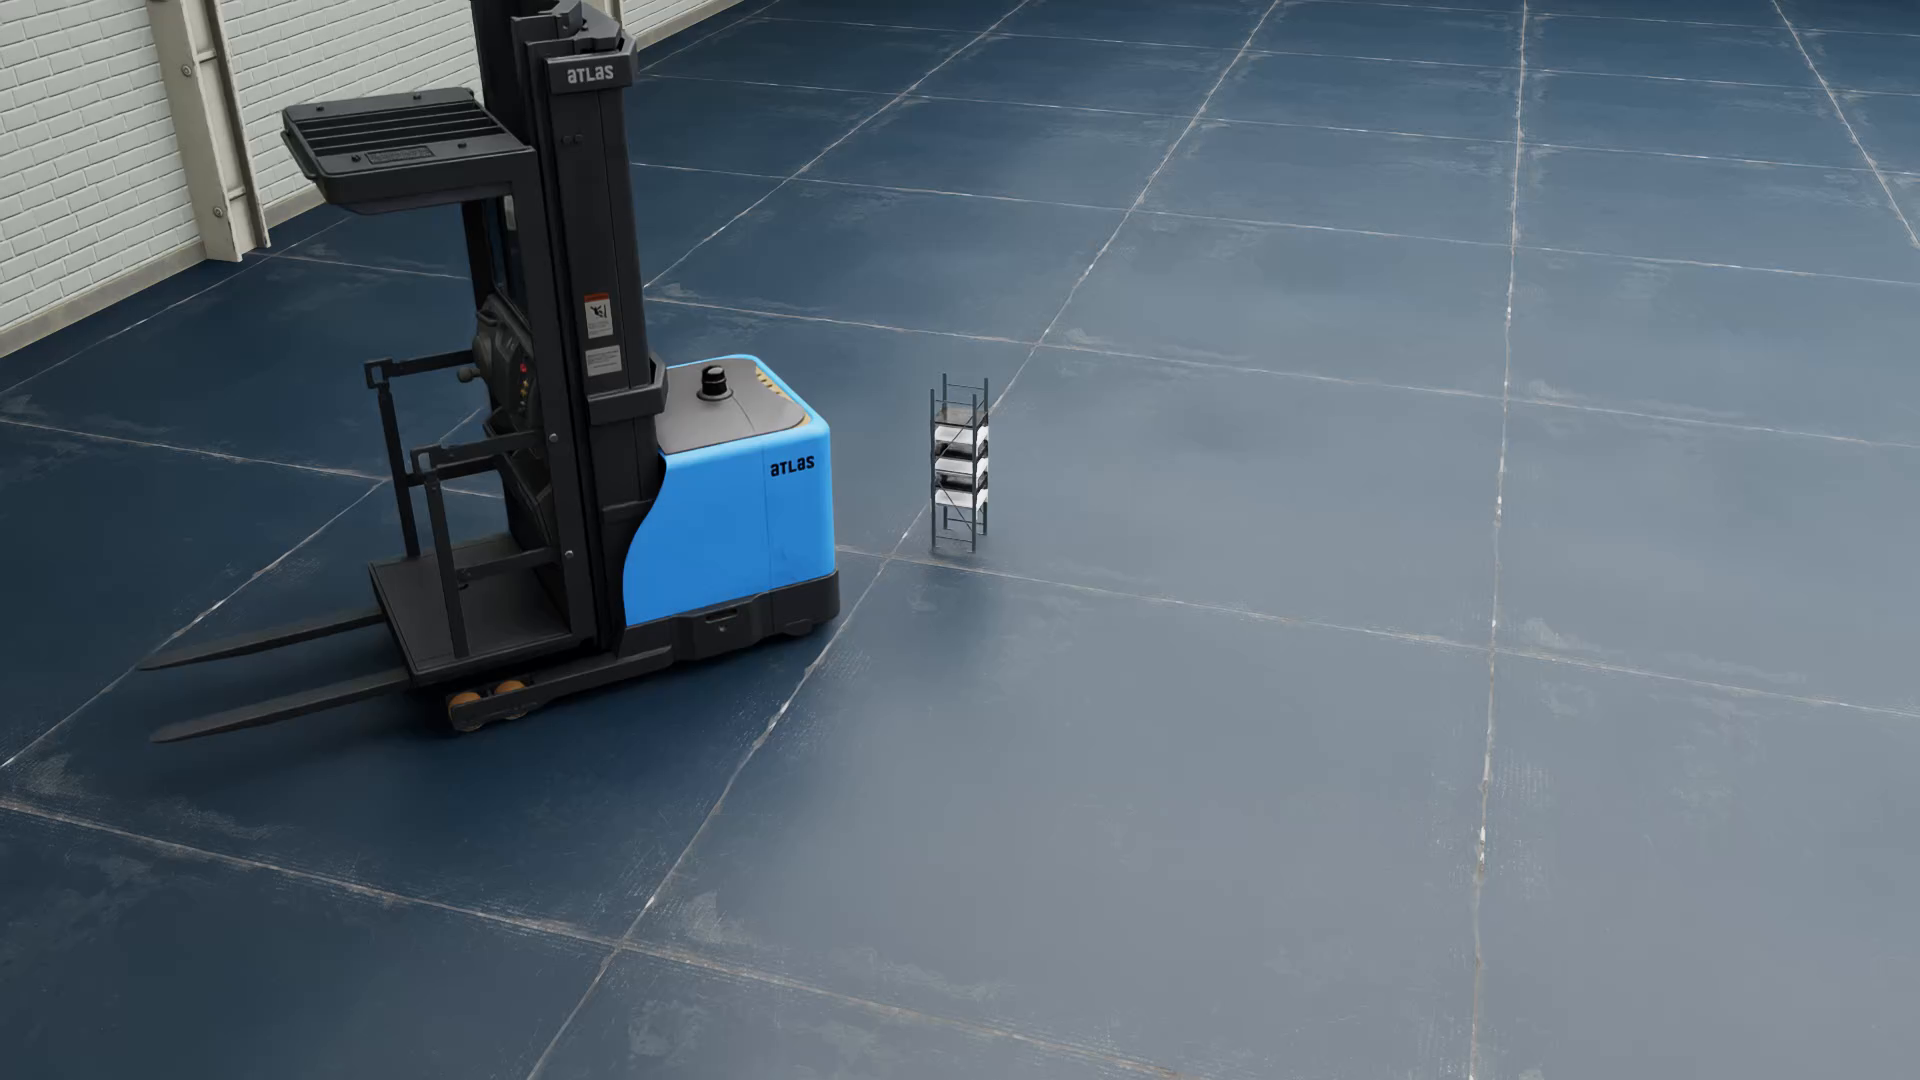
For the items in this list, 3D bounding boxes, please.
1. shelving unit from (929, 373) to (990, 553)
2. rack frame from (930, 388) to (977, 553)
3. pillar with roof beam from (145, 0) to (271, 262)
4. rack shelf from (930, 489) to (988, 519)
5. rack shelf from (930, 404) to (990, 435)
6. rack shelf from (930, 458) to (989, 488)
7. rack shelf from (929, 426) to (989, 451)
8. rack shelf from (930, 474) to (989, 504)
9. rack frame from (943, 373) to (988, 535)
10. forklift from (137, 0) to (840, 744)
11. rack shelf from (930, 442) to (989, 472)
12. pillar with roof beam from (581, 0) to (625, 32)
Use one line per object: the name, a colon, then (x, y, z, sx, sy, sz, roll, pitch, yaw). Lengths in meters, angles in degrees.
shelving unit: (-0.002, -0.389, 8.524, 0.258, 0.900, 0.210, 8, 30, 15)
rack frame: (-0.032, -0.342, 8.440, 0.240, 0.900, 0.006, 8, 30, 15)
pillar with roof beam: (-1.405, -5.522, 9.420, 9.100, 9.000, 0.400, 8, 30, 15)
rack shelf: (-0.002, -0.203, 8.628, 0.258, 0.077, 0.200, 8, 30, 15)
rack shelf: (-0.002, -0.596, 8.409, 0.258, 0.077, 0.200, 8, 30, 15)
rack shelf: (-0.002, -0.360, 8.541, 0.258, 0.077, 0.200, 8, 30, 15)
rack shelf: (-0.002, -0.518, 8.453, 0.258, 0.077, 0.200, 8, 30, 15)
rack shelf: (-0.002, -0.282, 8.584, 0.258, 0.077, 0.200, 8, 30, 15)
rack frame: (0.027, -0.437, 8.609, 0.240, 0.900, 0.006, 8, 30, 15)
forklift: (-2.125, -0.741, 7.067, 3.031, 2.935, 1.130, -14, 32, -24)
rack shelf: (-0.002, -0.439, 8.497, 0.258, 0.077, 0.200, 8, 30, 15)
pillar with roof beam: (0.356, -8.311, 14.433, 9.100, 9.000, 0.400, 8, 30, 15)
